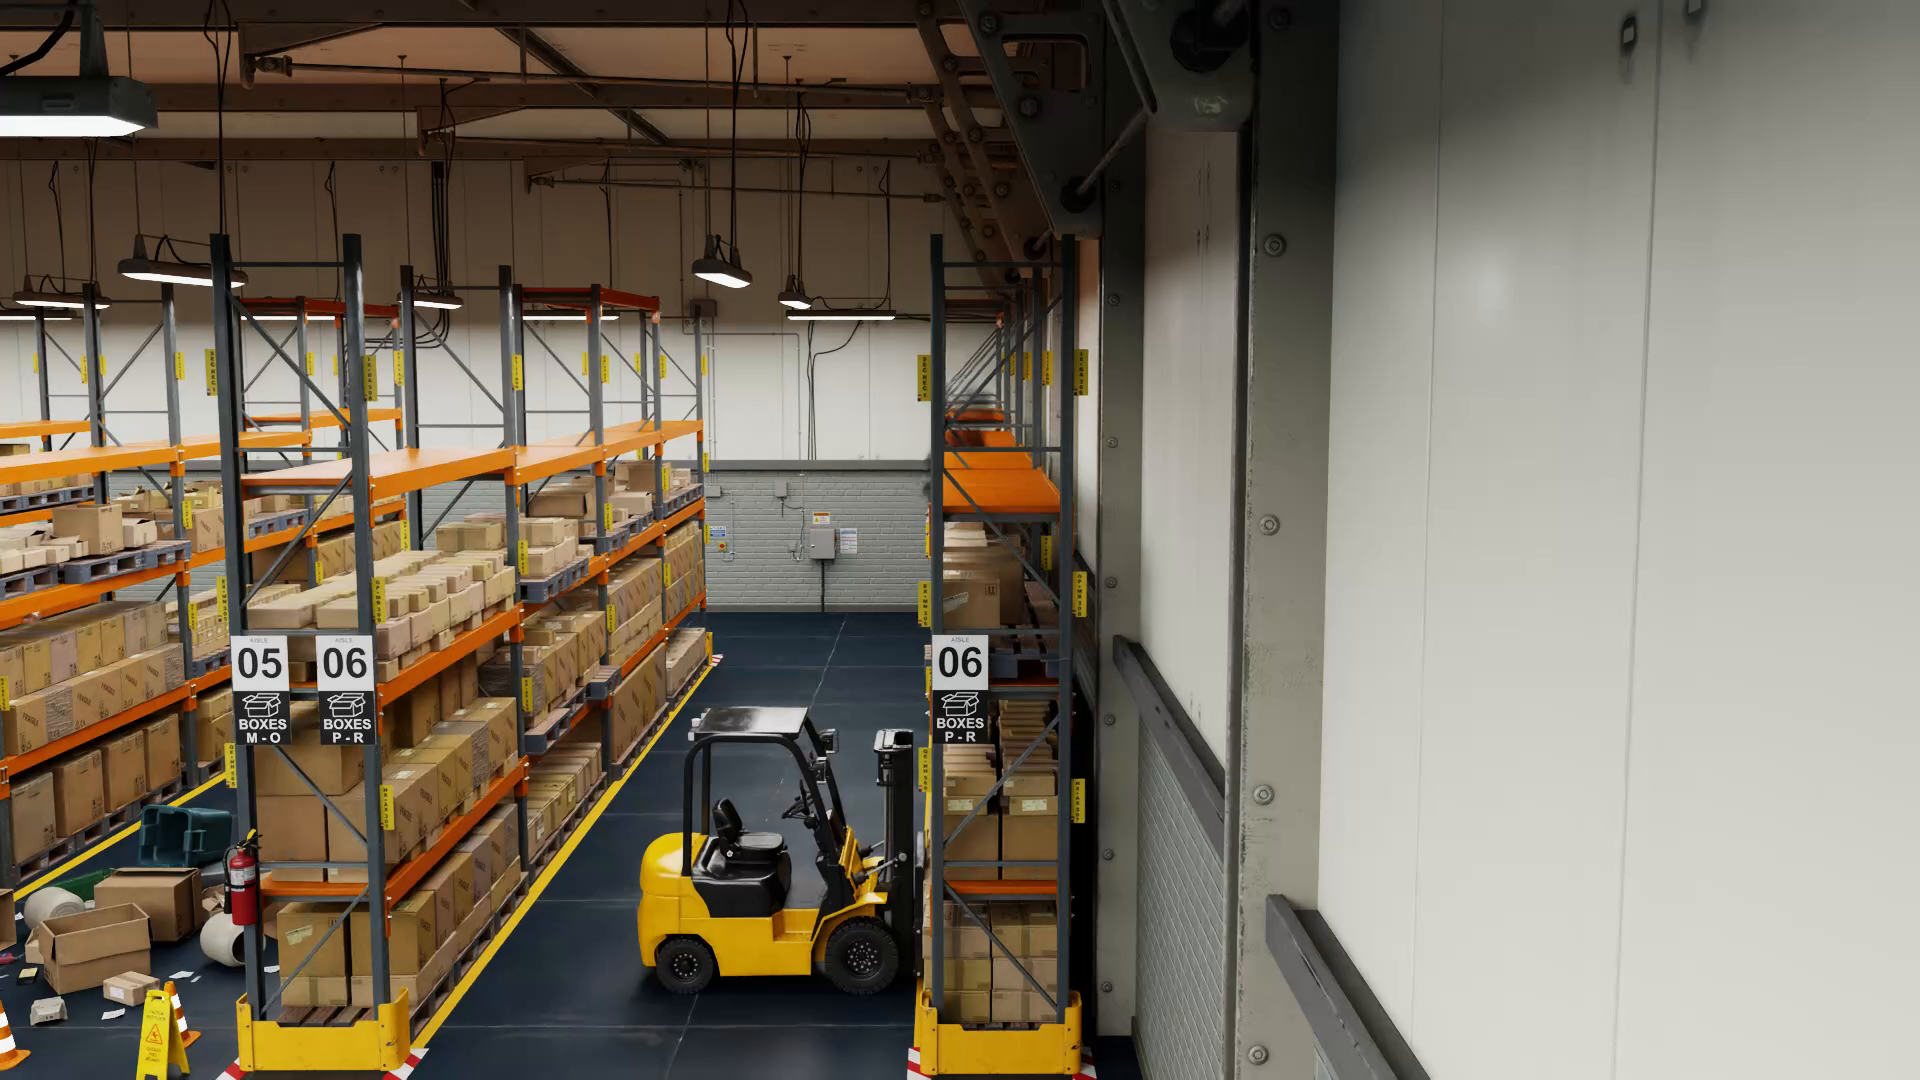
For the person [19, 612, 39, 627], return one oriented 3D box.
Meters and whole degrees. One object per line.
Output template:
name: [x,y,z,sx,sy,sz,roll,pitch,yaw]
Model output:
person: [-12.812,1.785,22.916,0.663,1.740,0.542,-1,6,-8]
